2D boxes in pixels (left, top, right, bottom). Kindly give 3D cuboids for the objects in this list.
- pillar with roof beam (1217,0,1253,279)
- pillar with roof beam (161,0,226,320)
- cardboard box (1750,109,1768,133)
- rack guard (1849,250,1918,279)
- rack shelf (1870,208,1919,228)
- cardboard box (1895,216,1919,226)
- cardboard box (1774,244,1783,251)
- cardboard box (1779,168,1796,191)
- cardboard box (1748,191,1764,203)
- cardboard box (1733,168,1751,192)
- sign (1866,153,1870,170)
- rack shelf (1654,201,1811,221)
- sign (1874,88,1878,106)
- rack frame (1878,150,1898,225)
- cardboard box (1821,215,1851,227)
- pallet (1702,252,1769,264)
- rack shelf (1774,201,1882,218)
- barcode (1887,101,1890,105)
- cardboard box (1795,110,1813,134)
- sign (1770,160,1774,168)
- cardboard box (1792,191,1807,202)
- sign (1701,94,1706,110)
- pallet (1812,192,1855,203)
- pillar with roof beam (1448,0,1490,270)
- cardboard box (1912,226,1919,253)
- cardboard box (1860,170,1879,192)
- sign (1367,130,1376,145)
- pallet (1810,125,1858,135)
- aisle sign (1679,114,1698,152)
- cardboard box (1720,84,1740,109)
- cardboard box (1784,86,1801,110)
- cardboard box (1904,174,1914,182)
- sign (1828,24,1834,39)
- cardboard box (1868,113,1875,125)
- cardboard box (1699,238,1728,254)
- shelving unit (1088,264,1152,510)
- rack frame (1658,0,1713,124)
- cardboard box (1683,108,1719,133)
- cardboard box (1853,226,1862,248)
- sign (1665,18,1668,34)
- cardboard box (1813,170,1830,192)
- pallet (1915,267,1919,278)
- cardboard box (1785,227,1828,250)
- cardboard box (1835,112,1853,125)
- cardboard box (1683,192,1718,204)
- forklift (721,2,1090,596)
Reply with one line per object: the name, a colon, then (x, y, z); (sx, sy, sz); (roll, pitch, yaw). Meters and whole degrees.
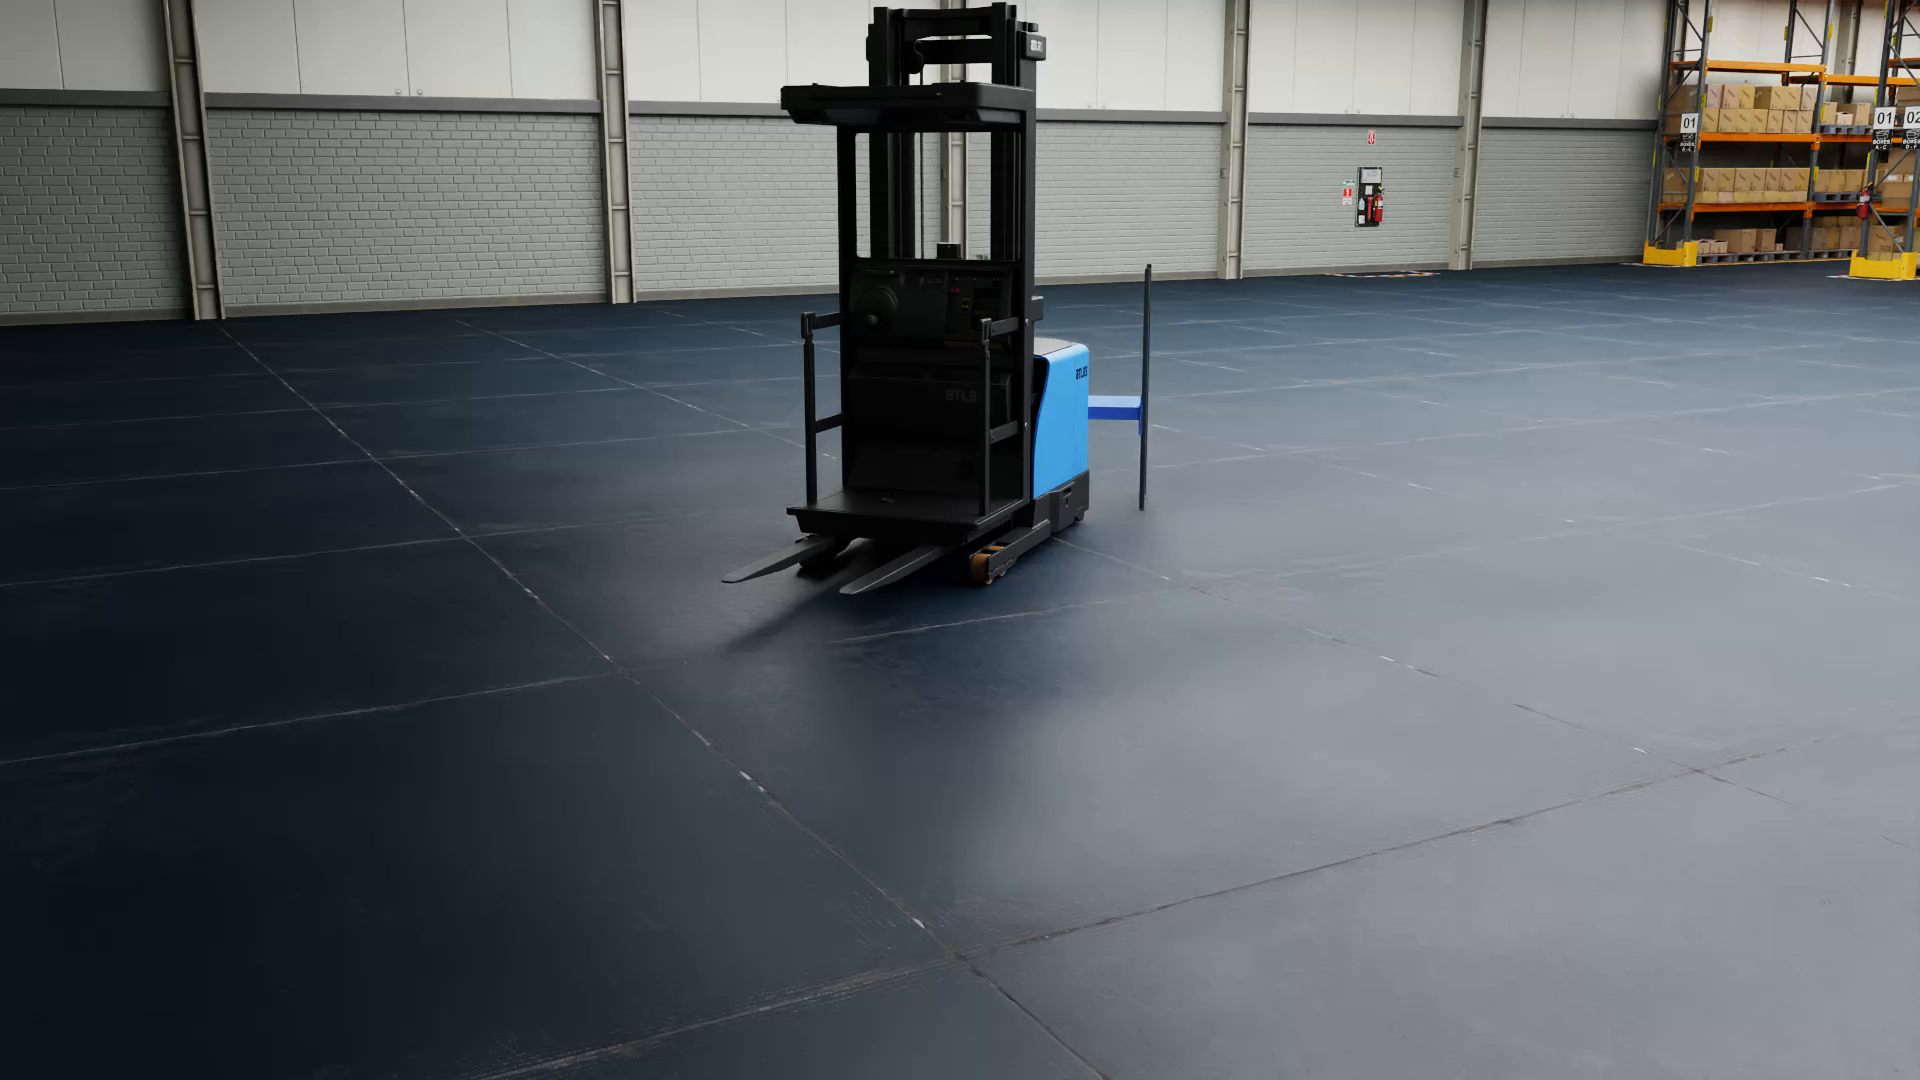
pillar with roof beam: (7.237, -8.588, 27.273); (0.400, 9.000, 9.100); (-7, 14, -28)
pillar with roof beam: (-8.563, -6.694, 18.858); (0.400, 9.000, 9.100); (-7, 14, -28)
cardboard box: (17.322, -9.187, 36.494); (0.500, 0.500, 0.500); (-6, 14, -24)
rack guard: (17.862, -5.336, 32.182); (0.348, 0.500, 1.175); (-7, 14, -28)
rack shelf: (19.639, -6.418, 32.933); (4.000, 0.370, 1.077); (-7, 14, -28)
cardboard box: (23.237, -7.562, 40.320); (0.750, 0.750, 0.750); (-7, 14, -29)
cardboard box: (18.562, -6.704, 38.016); (0.250, 0.166, 0.380); (-9, 16, -35)
cardboard box: (18.316, -8.073, 37.237); (0.500, 0.500, 0.500); (-7, 14, -28)
cardboard box: (17.431, -7.602, 36.852); (0.500, 0.250, 0.500); (-7, 14, -27)
cardboard box: (16.965, -7.911, 36.516); (0.500, 0.500, 0.500); (-7, 15, -30)
sign: (17.636, -7.345, 32.237); (0.005, 0.325, 0.100); (-7, 14, -28)
rack shelf: (17.262, -7.372, 37.173); (4.000, 0.370, 1.077); (-7, 14, -28)
sign: (17.636, -8.521, 31.972); (0.005, 0.325, 0.100); (-7, 14, -28)
rack frame: (22.529, -8.354, 39.899); (0.127, 3.000, 1.000); (-7, 14, -28)
cardboard box: (20.496, -7.477, 38.986); (0.500, 0.250, 0.500); (-7, 15, -29)
pallet: (17.373, -6.366, 37.417); (1.213, 0.211, 1.003); (-7, 14, -28)
rack shelf: (20.773, -7.793, 39.043); (4.000, 0.370, 1.077); (-7, 14, -28)
barcode: (17.917, -8.430, 32.080); (0.075, 0.075, 0.001); (-7, 14, -28)
cardboard box: (18.691, -9.354, 37.238); (0.500, 0.500, 0.500); (-6, 14, -26)
sign: (18.749, -8.605, 38.376); (0.005, 0.325, 0.100); (-7, 14, -28)
cardboard box: (18.747, -7.762, 37.562); (0.500, 0.250, 0.500); (-7, 14, -28)
sign: (15.767, -9.298, 35.269); (0.005, 0.325, 0.100); (-7, 14, -28)
pallet: (19.758, -7.892, 38.283); (1.213, 0.211, 1.003); (-7, 14, -28)
pillar with roof beam: (12.503, -9.219, 30.077); (0.400, 9.000, 9.100); (-7, 14, -28)
cardboard box: (18.899, -5.854, 32.388); (0.500, 0.500, 0.500); (-7, 14, -28)
cardboard box: (21.038, -8.431, 39.010); (0.500, 0.500, 0.700); (-7, 14, -28)
sign: (8.198, -8.018, 33.127); (0.199, 0.298, 0.001); (-7, 14, -28)
pallet: (19.611, -9.350, 37.918); (1.003, 0.211, 1.213); (-7, 14, -28)
aisle sign: (15.587, -8.716, 35.583); (0.004, 0.787, 0.394); (-7, 14, -28)
cardboard box: (16.426, -9.559, 35.870); (0.500, 0.500, 0.500); (-7, 14, -29)
cardboard box: (18.229, -9.778, 36.844); (0.500, 0.500, 0.500); (-6, 14, -25)
cardboard box: (18.331, -6.923, 31.836); (0.250, 0.149, 0.380); (-7, 14, -28)
sign: (19.261, -11.248, 36.786); (0.005, 0.325, 0.100); (-7, 14, -28)
cardboard box: (21.346, -9.759, 39.029); (0.637, 0.503, 0.797); (-5, 14, -20)
cardboard box: (16.658, -6.531, 36.919); (0.500, 0.311, 0.500); (-6, 14, -23)
shelving unit: (0.669, -0.988, 10.582); (1.048, 1.500, 0.538); (2, 13, 7)
rack frame: (15.507, -10.439, 35.501); (0.127, 3.000, 1.000); (-7, 14, -28)
cardboard box: (15.920, -9.022, 35.759); (0.500, 0.500, 0.500); (-6, 14, -26)
cardboard box: (20.991, -7.174, 39.346); (0.500, 0.500, 0.700); (-7, 14, -28)
sign: (15.259, -11.081, 35.865); (0.005, 0.325, 0.100); (-7, 14, -28)
cardboard box: (19.481, -8.244, 38.179); (0.500, 0.500, 0.700); (-7, 14, -28)
pallet: (18.535, -5.287, 32.619); (1.213, 0.211, 1.003); (-7, 14, -28)
cardboard box: (19.656, -7.009, 38.614); (0.500, 0.500, 0.700); (-6, 14, -26)
cardboard box: (20.076, -9.665, 38.138); (0.500, 0.311, 0.500); (-6, 14, -26)
cardboard box: (16.087, -7.439, 36.130); (0.500, 0.250, 0.500); (-7, 15, -29)
forklift: (-0.236, -1.302, 8.717); (1.130, 2.935, 3.031); (5, 14, 21)
